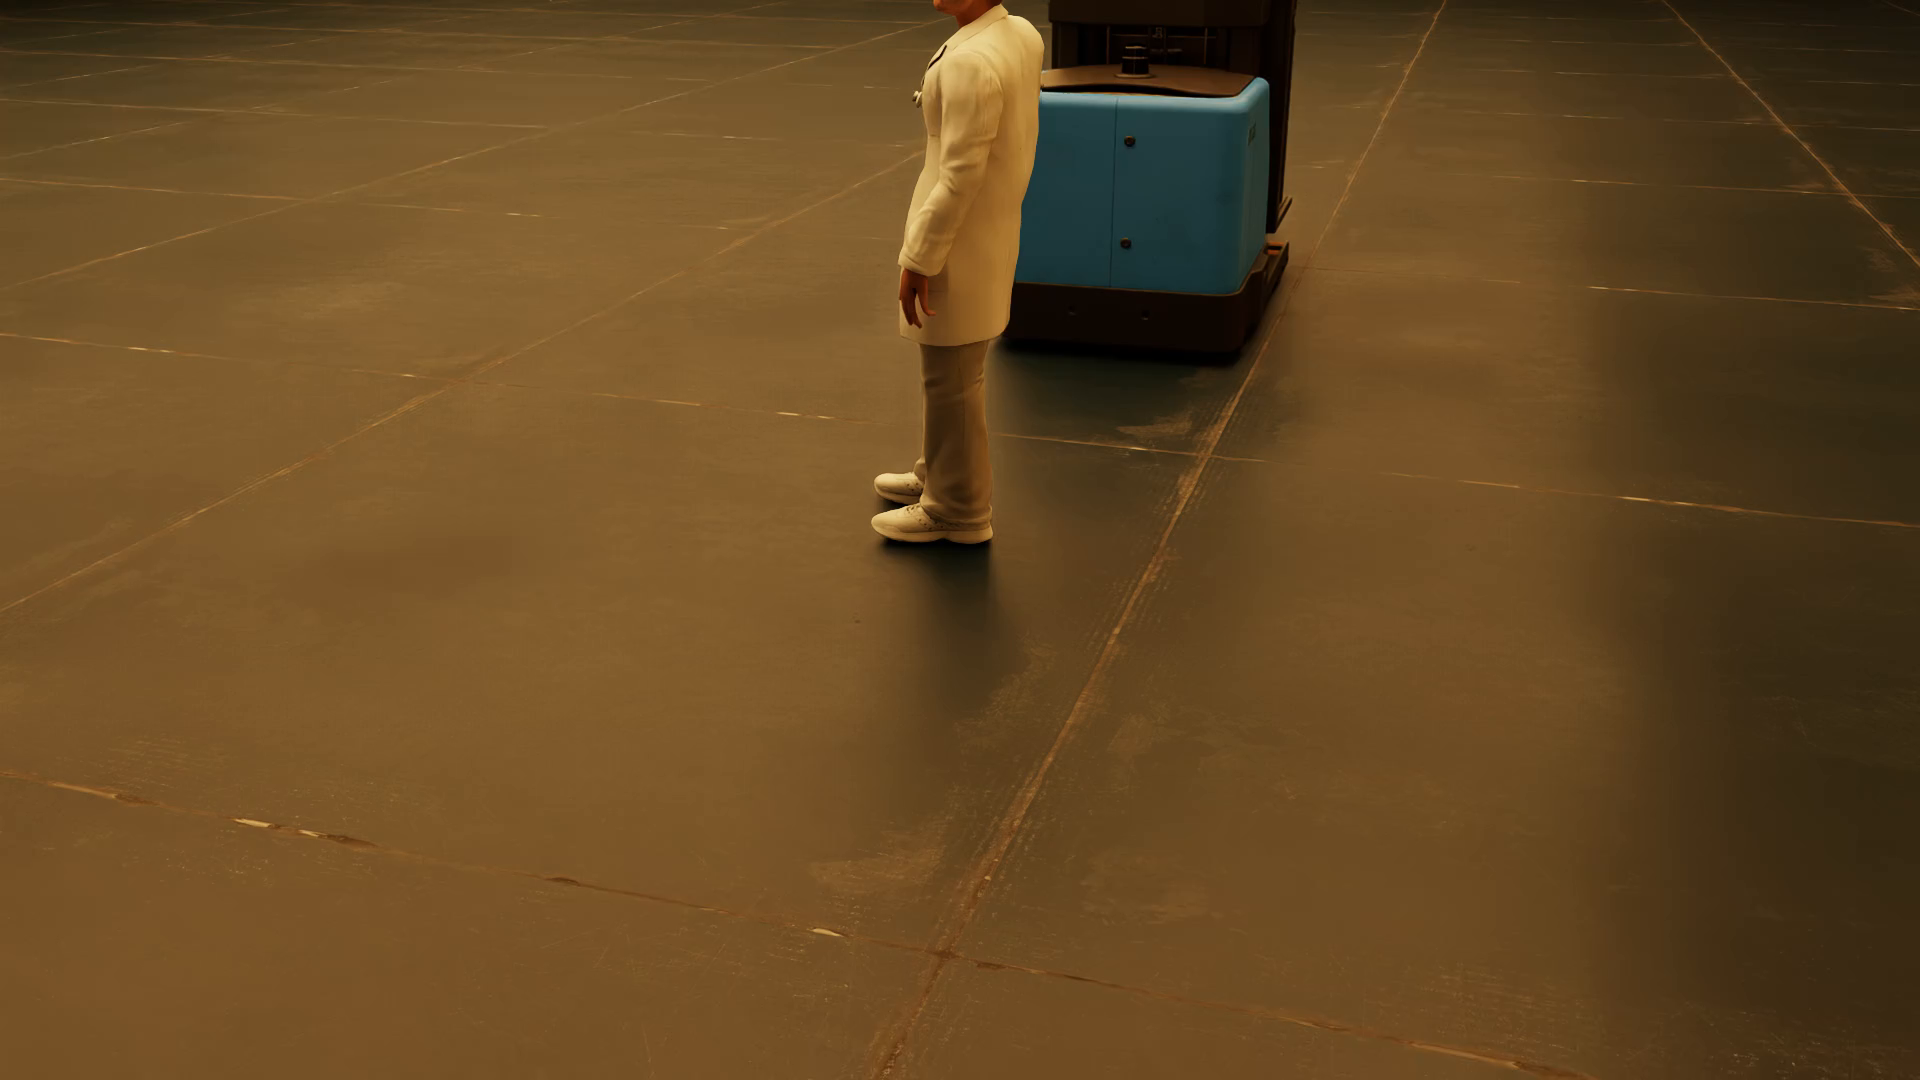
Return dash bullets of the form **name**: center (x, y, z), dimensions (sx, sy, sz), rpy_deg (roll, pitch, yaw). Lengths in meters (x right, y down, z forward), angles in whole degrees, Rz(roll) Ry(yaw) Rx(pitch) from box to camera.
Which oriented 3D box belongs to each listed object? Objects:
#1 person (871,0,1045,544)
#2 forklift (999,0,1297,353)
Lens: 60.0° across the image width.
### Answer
- **person**: center (-0.085, -0.834, 4.810), dimensions (0.581, 1.763, 0.696), rpy_deg (7, 23, 16)
- **forklift**: center (1.028, -2.650, 7.699), dimensions (1.130, 2.935, 3.031), rpy_deg (6, 23, 15)
